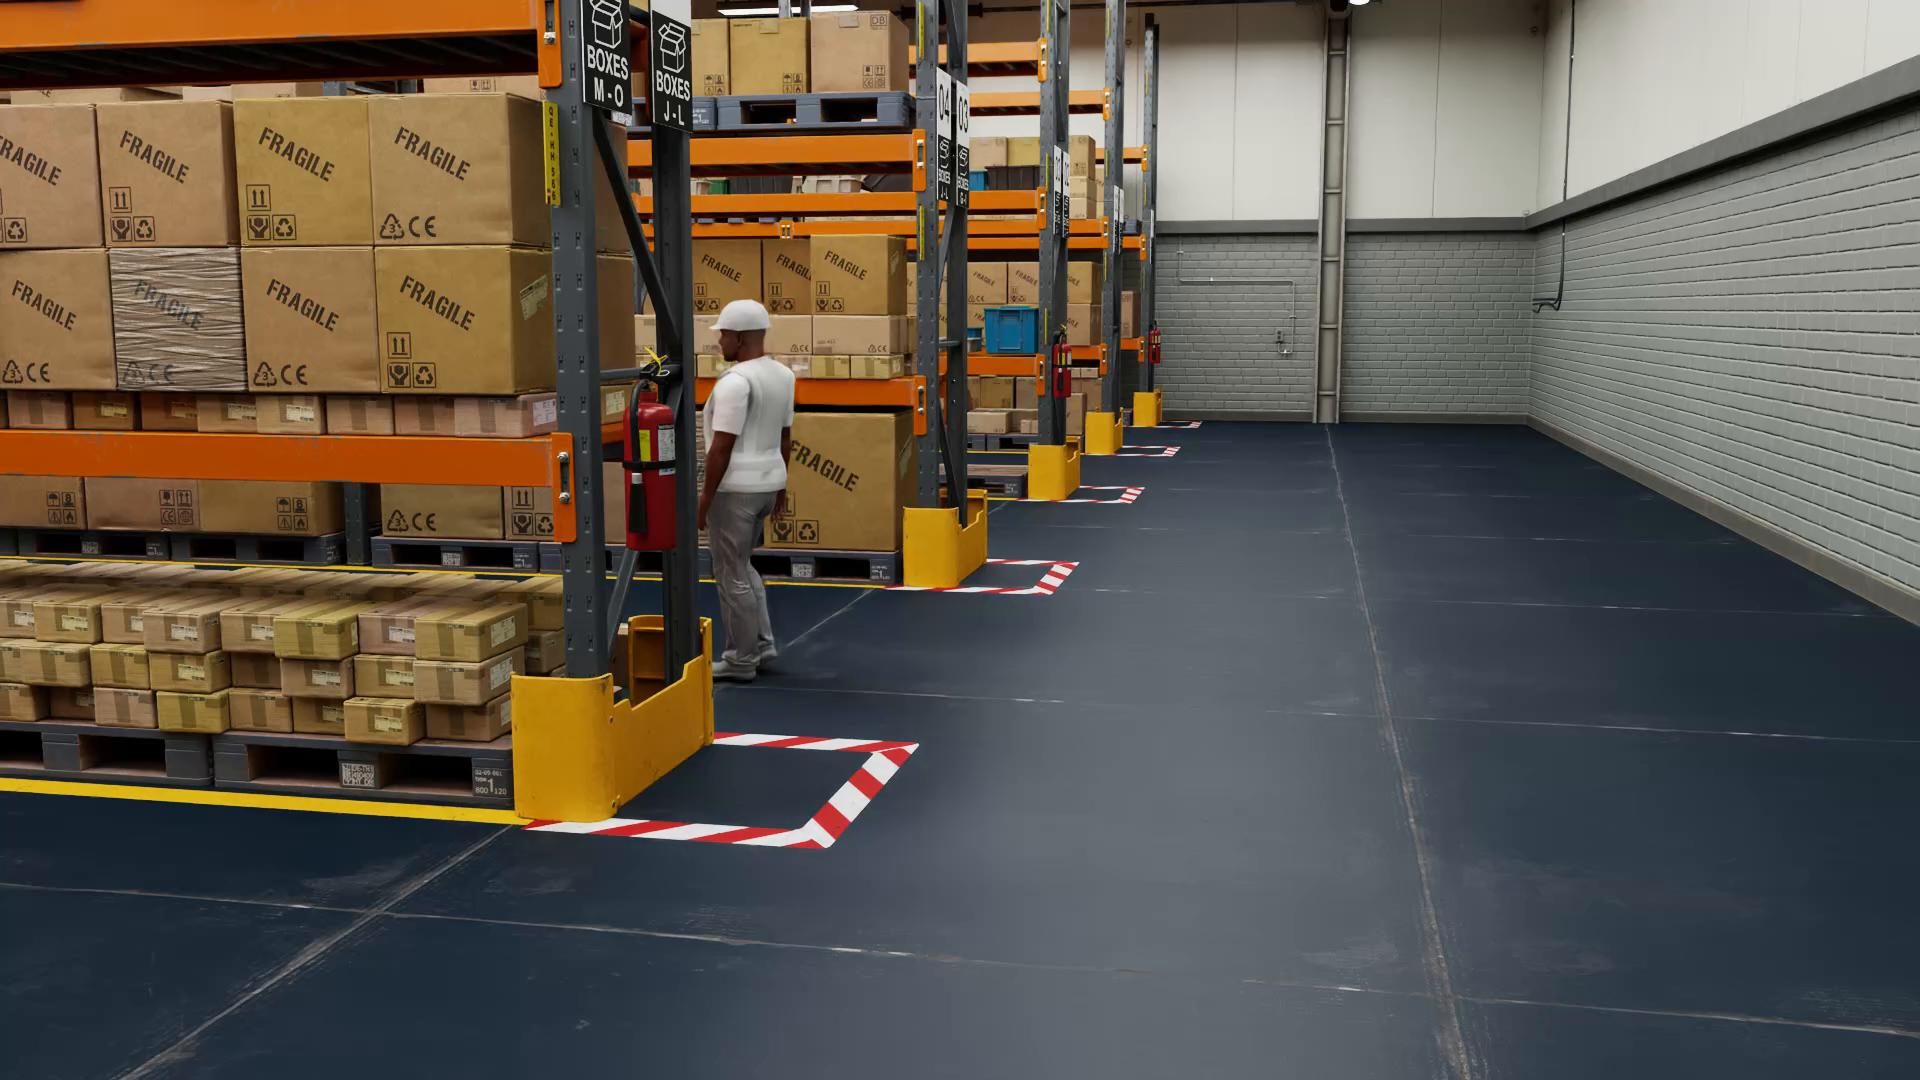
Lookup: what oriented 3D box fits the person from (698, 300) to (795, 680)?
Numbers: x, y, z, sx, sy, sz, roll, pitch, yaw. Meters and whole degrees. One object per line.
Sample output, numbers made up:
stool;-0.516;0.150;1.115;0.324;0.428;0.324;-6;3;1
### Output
person;-1.025;-0.202;7.783;0.426;1.828;0.602;3;9;23
